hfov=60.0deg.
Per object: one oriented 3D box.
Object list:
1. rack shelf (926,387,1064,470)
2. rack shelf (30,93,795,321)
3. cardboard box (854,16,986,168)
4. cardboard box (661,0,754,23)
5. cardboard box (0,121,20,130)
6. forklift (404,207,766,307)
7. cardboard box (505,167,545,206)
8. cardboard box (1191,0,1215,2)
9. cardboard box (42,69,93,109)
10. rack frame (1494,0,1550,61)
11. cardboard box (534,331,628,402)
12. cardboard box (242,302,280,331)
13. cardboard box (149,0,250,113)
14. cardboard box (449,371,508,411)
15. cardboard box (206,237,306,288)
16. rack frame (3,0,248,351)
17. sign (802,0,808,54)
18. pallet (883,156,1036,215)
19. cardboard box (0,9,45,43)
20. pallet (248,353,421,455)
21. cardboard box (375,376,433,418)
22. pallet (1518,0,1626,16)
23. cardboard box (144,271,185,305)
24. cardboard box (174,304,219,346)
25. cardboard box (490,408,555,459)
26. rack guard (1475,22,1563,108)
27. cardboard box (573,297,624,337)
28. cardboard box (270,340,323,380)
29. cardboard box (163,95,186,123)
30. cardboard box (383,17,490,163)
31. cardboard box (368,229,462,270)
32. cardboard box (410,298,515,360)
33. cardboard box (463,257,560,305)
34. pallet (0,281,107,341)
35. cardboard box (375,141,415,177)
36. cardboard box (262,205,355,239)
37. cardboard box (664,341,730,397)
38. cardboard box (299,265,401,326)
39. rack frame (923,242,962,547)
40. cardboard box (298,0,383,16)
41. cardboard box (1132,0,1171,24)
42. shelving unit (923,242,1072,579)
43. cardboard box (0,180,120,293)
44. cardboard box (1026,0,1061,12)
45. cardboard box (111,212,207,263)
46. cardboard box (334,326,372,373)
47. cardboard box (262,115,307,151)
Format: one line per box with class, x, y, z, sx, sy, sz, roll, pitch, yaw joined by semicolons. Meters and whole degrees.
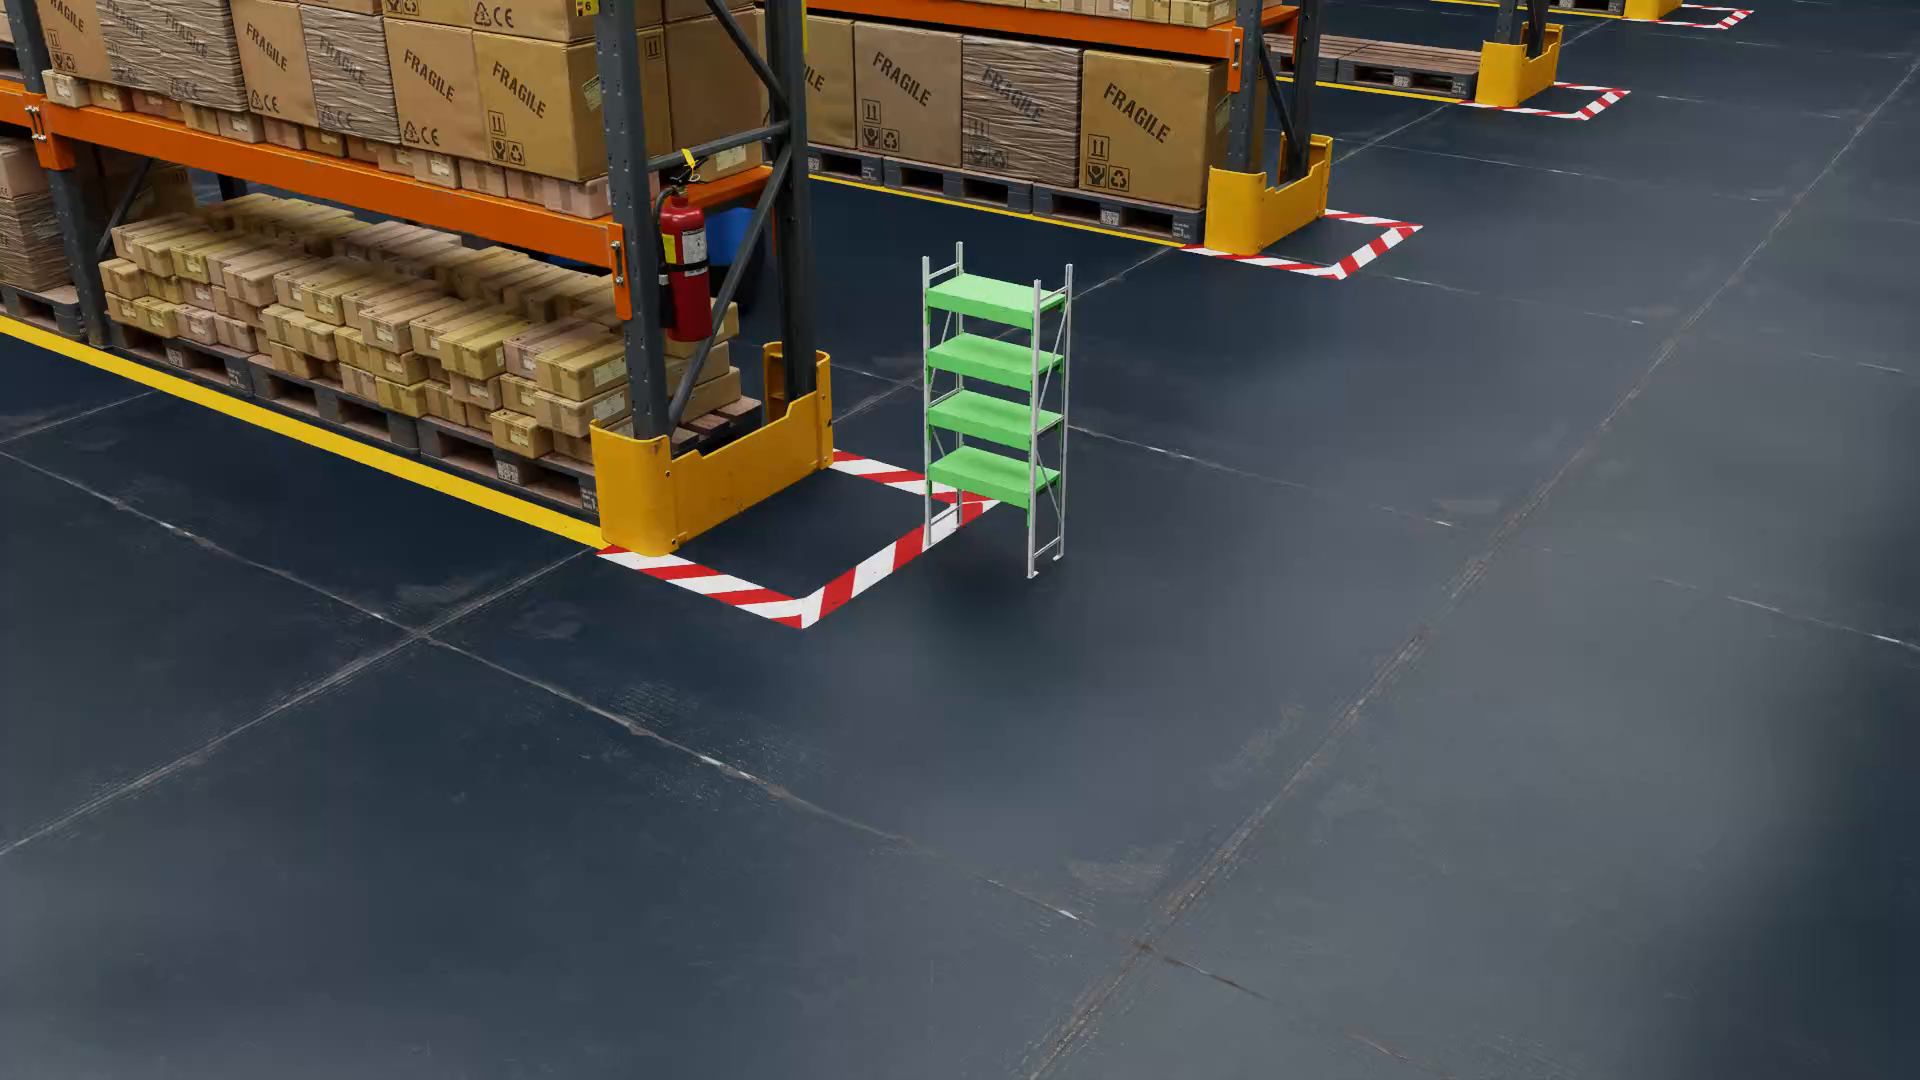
rack shelf;0.137;-0.435;6.423;0.480;0.148;0.258;17;32;30
rack shelf;-2.598;-1.692;7.562;4.000;0.370;1.077;17;32;30
cardboard box;-0.115;-3.165;11.541;0.875;0.875;0.875;17;32;30
cardboard box;-1.169;-2.337;6.494;0.500;0.500;0.500;17;32;30
cardboard box;-5.420;-2.168;9.168;0.500;0.250;0.500;19;33;33
forklift;-2.672;-2.747;8.916;3.031;2.935;1.130;0;27;0
cardboard box;-1.562;-1.443;6.556;0.250;0.149;0.380;17;32;30
cardboard box;1.392;-3.419;9.998;0.500;0.250;0.500;17;31;30
cardboard box;-4.198;-2.220;8.081;0.250;0.149;0.380;19;32;32
rack frame;4.746;-5.180;13.621;0.127;3.000;1.000;17;32;30
cardboard box;-1.529;-0.722;6.887;0.250;0.149;0.380;18;32;31
cardboard box;-3.214;-1.133;8.021;0.250;0.149;0.380;19;33;33
cardboard box;-3.174;-2.215;7.357;0.500;0.500;0.500;17;31;29
cardboard box;-1.975;-0.710;7.191;0.250;0.149;0.380;16;31;28
cardboard box;-3.422;-1.345;8.109;0.250;0.149;0.380;16;31;29
rack frame;-4.247;-2.527;8.408;0.127;3.000;1.000;17;32;30
sign;-0.642;-2.088;6.592;0.005;0.325;0.100;17;32;30
pallet;0.237;-2.575;11.577;1.213;0.211;1.003;17;32;30
cardboard box;-4.686;-2.630;8.424;0.250;0.149;0.380;17;31;29
pallet;-2.663;-0.812;8.112;1.213;0.211;1.003;17;32;30
cardboard box;-2.396;-0.702;7.503;0.250;0.149;0.380;16;31;28
pallet;6.833;-6.011;18.330;1.213;0.211;1.003;17;32;30
cardboard box;-3.870;-1.332;8.412;0.250;0.149;0.380;18;32;31
cardboard box;-3.675;-1.117;8.318;0.250;0.149;0.380;17;32;30
cardboard box;-1.771;-0.501;7.108;0.250;0.149;0.380;18;32;32
rack guard;4.773;-4.064;14.185;0.348;0.500;1.175;17;32;30
cardboard box;-1.484;-0.969;7.370;0.250;0.149;0.380;18;32;31
cardboard box;-3.036;-0.912;7.914;0.250;0.149;0.380;16;31;29
cardboard box;-3.473;-2.060;7.768;0.250;0.149;0.380;16;31;28
cardboard box;-1.887;-1.830;6.601;0.500;0.500;0.500;17;31;30
cardboard box;-2.689;-1.407;8.232;0.250;0.149;0.380;16;31;29
cardboard box;-2.167;-0.918;7.270;0.250;0.149;0.380;16;31;28
cardboard box;-2.094;-1.189;7.803;0.250;0.149;0.380;19;32;32
pallet;-4.889;-1.483;9.432;1.213;0.211;1.003;17;32;30
cardboard box;-2.201;-1.638;6.938;0.250;0.149;0.380;16;31;28
cardboard box;-3.364;-1.602;8.616;0.250;0.149;0.380;17;32;30
cardboard box;-1.236;-0.779;7.326;0.250;0.149;0.380;19;32;32
cardboard box;-2.806;-1.132;7.691;0.250;0.149;0.380;17;32;31
rack frame;-0.065;-0.555;6.517;0.015;1.200;0.240;17;32;30
cardboard box;-2.319;-2.407;6.632;0.500;0.500;0.500;19;33;33
cardboard box;1.247;-3.250;10.107;0.250;0.149;0.380;18;32;31
shelving unit;0.137;-0.492;6.394;0.503;1.200;0.258;17;32;30
cardboard box;-4.999;-1.696;9.068;0.500;0.500;0.500;17;31;29
cardboard box;0.619;-3.446;10.491;0.250;0.149;0.380;17;31;29
cardboard box;-4.080;-1.542;8.498;0.250;0.149;0.380;19;32;32
cardboard box;-2.610;-0.911;7.586;0.250;0.149;0.380;19;33;33
cardboard box;-2.838;-1.848;7.351;0.250;0.149;0.380;19;32;32
